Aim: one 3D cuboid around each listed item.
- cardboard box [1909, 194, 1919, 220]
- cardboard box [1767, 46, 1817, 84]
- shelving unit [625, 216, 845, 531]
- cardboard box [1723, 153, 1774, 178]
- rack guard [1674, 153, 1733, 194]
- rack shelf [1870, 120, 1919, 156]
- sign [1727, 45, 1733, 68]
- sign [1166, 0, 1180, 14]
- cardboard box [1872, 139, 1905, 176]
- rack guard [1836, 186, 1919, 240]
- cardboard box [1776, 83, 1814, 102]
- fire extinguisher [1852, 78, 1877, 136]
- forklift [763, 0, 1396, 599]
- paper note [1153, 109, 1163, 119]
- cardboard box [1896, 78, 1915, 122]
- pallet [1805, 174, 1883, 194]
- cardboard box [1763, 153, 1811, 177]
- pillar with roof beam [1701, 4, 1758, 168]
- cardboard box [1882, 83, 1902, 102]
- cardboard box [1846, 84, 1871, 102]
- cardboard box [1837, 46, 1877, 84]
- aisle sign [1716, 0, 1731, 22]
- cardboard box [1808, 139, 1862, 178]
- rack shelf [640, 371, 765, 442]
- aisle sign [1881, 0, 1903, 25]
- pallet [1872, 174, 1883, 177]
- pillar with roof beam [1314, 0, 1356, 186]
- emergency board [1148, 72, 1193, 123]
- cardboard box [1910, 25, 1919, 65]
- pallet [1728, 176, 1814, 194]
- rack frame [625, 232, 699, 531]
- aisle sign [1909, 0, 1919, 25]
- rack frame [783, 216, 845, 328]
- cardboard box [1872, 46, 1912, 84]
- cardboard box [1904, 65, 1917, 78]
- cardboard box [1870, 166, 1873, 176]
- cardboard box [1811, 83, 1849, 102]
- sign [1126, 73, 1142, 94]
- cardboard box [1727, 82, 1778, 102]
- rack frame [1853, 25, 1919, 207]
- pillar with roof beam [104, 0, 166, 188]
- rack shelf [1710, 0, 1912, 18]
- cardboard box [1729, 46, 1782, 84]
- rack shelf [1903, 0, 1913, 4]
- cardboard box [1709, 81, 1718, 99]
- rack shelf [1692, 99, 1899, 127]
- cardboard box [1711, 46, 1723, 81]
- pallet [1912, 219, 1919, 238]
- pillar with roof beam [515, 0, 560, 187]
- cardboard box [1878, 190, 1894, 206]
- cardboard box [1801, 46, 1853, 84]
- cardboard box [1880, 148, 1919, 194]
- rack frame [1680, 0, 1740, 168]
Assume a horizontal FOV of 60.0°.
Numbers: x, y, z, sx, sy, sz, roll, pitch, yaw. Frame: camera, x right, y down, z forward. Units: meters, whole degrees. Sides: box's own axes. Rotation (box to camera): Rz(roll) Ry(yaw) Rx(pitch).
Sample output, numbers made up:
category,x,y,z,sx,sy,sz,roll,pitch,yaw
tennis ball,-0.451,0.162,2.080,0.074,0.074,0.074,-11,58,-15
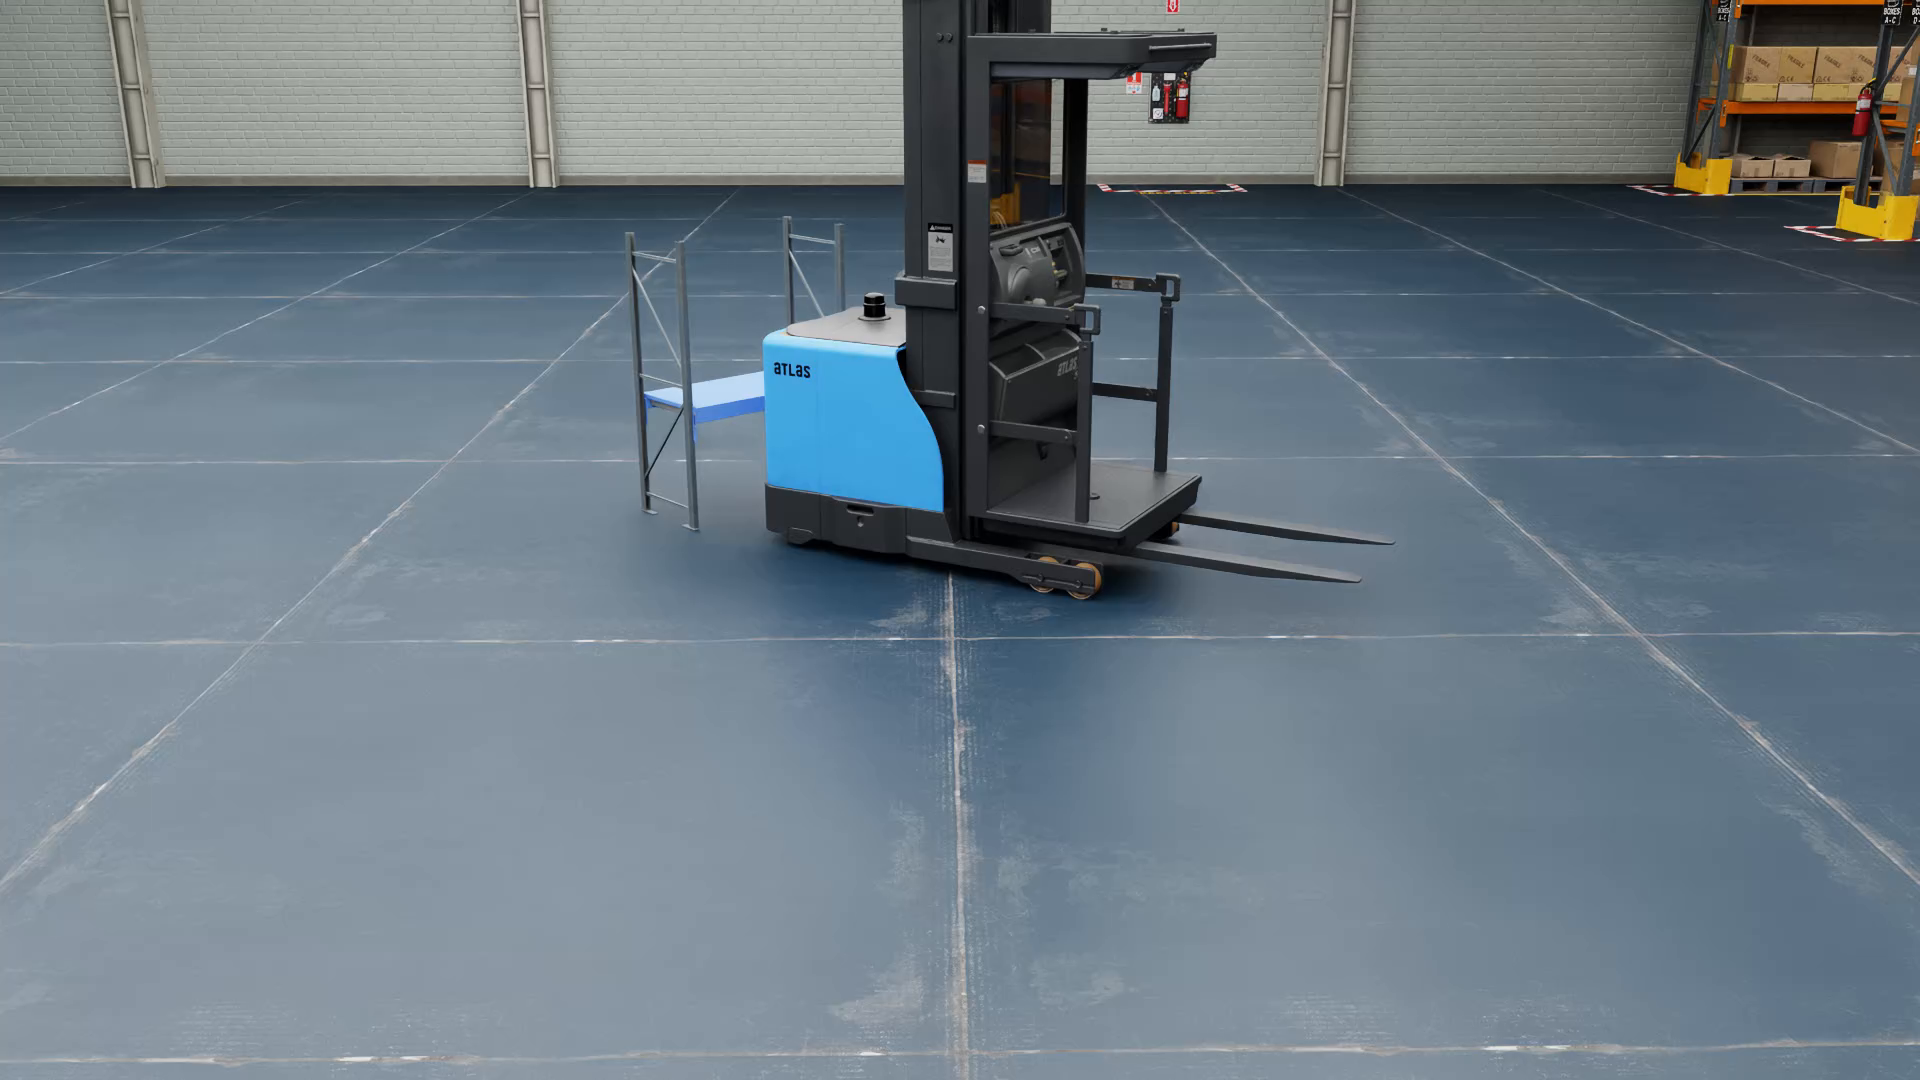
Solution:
category,x,y,z,sx,sy,sz,roll,pitch,yaw
cardboard box,11.599,-3.963,19.804,0.500,0.250,0.500,0,18,-1
cardboard box,11.954,-6.855,23.992,0.500,0.500,0.500,0,18,-1
shelving unit,-1.176,-0.925,8.977,1.048,1.500,0.538,-16,24,-41
cardboard box,11.671,-5.555,24.636,0.500,0.311,0.500,-2,18,-7
rack guard,11.054,-5.460,24.751,0.348,0.500,1.175,0,18,-1
rack shelf,13.059,-4.804,19.792,4.000,0.370,1.077,0,18,-1
sign,10.986,-6.897,23.719,0.005,0.325,0.100,0,18,-1
sign,3.183,-8.023,24.852,0.199,0.298,0.001,0,18,-1
cardboard box,13.940,-5.672,24.689,0.500,0.500,0.500,-2,18,-5
rack guard,11.036,-3.947,20.033,0.348,0.500,1.175,0,18,-1
cardboard box,11.989,-6.501,24.114,0.500,0.250,0.500,-1,18,-3
fire extinguisher,10.934,-5.242,20.104,0.183,0.674,0.296,0,18,-1
forklift,0.555,-1.306,7.822,3.031,2.935,1.130,9,20,26
paper note,3.015,-6.489,25.309,0.142,0.148,0.016,0,18,-1
cardboard box,11.526,-5.183,19.631,0.500,0.500,0.700,0,18,-1
pallet,13.083,-5.321,24.789,1.213,0.211,1.003,0,18,-1
cardboard box,12.241,-5.558,24.645,0.500,0.311,0.500,1,18,4
pillar with roof beam,11.732,-8.460,20.187,0.400,9.000,9.100,0,18,-1
cardboard box,13.507,-6.506,24.131,0.500,0.250,0.500,0,18,-1
cardboard box,13.004,-6.503,24.122,0.500,0.250,0.500,0,18,0
cardboard box,12.987,-6.862,24.013,0.500,0.500,0.500,0,18,1
aisle sign,10.910,-7.796,23.684,0.004,0.787,0.394,0,18,-1
cardboard box,12.975,-5.636,24.579,0.500,0.500,0.700,-1,18,-4
rack shelf,-1.176,-0.754,9.032,1.000,0.185,0.538,-16,24,-41
aisle sign,10.989,-6.465,19.533,0.004,0.787,0.394,0,18,-1
pallet,14.306,-5.328,24.810,1.213,0.211,1.003,0,18,-1
pillar with roof beam,5.733,-8.431,20.097,0.400,9.000,9.100,0,18,-1
emergency board,3.193,-6.889,25.111,0.643,1.169,0.194,0,18,-1
cardboard box,11.579,-5.801,19.434,0.500,0.500,0.700,0,18,-1
pallet,11.866,-5.316,24.774,1.213,0.211,1.003,0,18,-1
rack frame,-1.548,-0.819,8.647,0.032,1.500,0.500,-16,24,-41
aisle sign,10.999,-6.281,18.962,0.004,0.787,0.394,0,18,-1
rack frame,-0.805,-1.031,9.308,0.032,1.500,0.500,-16,24,-41
cardboard box,13.507,-6.865,24.022,0.500,0.500,0.500,-1,18,-2
cardboard box,11.439,-5.554,19.725,0.250,0.149,0.380,-1,18,-2
cardboard box,13.378,-5.520,24.791,0.250,0.149,0.380,-2,18,-5
cardboard box,12.499,-6.501,24.116,0.500,0.250,0.500,-1,18,-2
sign,2.639,-6.935,25.196,0.234,0.329,0.001,0,18,-1
cardboard box,11.471,-6.494,24.093,0.500,0.250,0.500,-1,18,-2
rack frame,11.060,-5.137,19.652,0.127,3.000,1.000,0,18,-1
pillar with roof beam,-12.265,-8.344,19.826,0.400,9.000,9.100,0,18,-1
rack shelf,12.977,-7.746,24.050,4.000,0.370,1.077,0,18,-1
cardboard box,11.460,-6.856,23.994,0.500,0.500,0.500,0,18,-1
rack shelf,13.059,-6.233,19.334,4.000,0.370,1.077,0,18,-1
cardboard box,11.442,-6.650,24.580,0.500,0.250,0.500,0,18,0
rack shelf,12.977,-6.317,24.508,4.000,0.370,1.077,0,18,-1
cardboard box,11.446,-7.013,24.483,0.500,0.500,0.500,0,18,-1
pallet,11.823,-3.826,20.129,1.213,0.211,1.003,0,18,-1
pillar with roof beam,-6.266,-8.373,19.917,0.400,9.000,9.100,0,18,-1
cardboard box,11.591,-4.121,20.297,0.500,0.250,0.500,0,18,-1
cardboard box,12.471,-6.856,23.994,0.500,0.500,0.500,-1,18,-3
cardboard box,11.591,-4.479,20.184,0.500,0.500,0.500,0,18,-1
rack frame,10.978,-6.650,24.368,0.127,3.000,1.000,0,18,-1
